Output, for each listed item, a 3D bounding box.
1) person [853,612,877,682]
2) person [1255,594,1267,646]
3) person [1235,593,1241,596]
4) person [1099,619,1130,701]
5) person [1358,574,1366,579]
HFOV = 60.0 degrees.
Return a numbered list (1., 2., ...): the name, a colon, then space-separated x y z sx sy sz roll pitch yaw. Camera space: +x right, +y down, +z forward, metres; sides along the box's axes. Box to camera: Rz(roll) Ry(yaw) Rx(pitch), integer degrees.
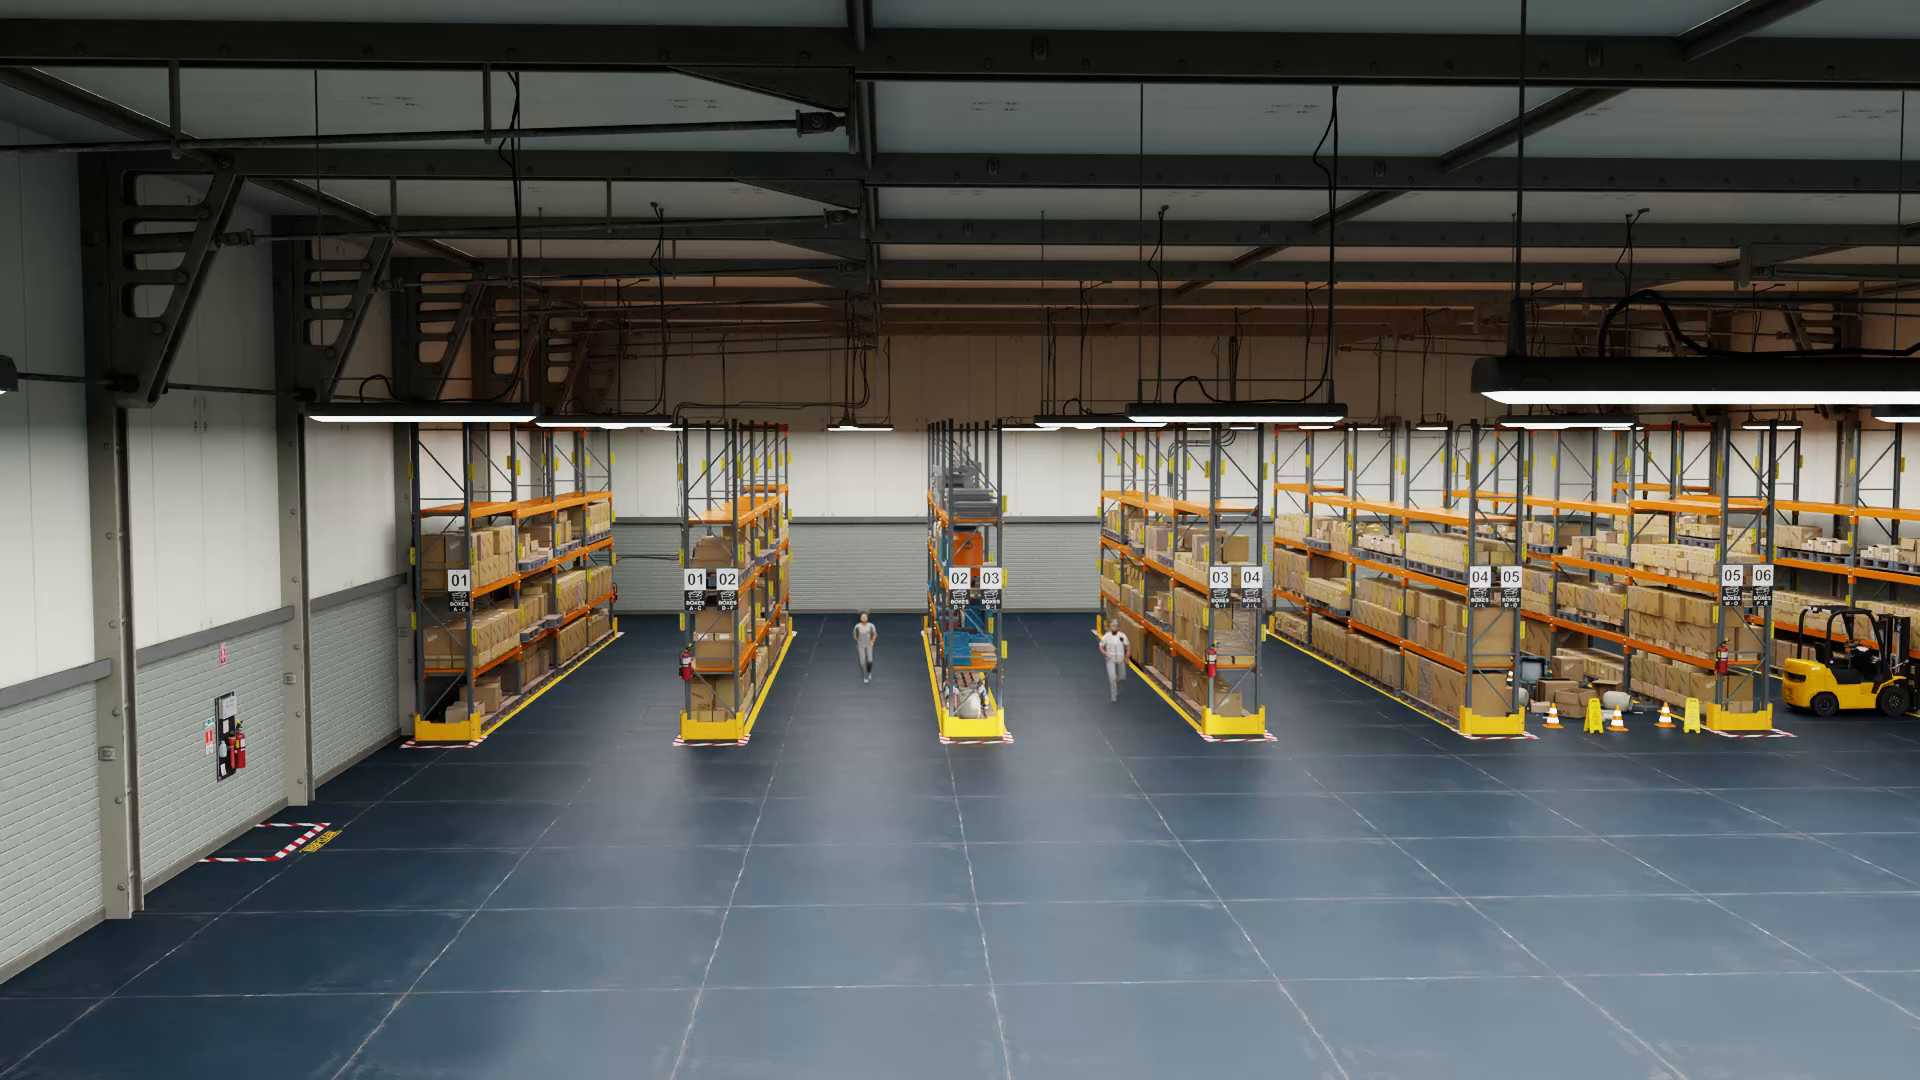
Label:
1. person: -2.173 2.463 38.073 0.539 1.626 0.541 0 4 -4
2. person: 7.855 2.014 44.389 0.712 1.729 0.639 0 4 7
3. person: 7.758 1.894 47.475 0.565 1.604 0.595 0 4 6
4. person: 3.337 2.572 35.891 0.682 1.738 0.657 0 4 -6
5. person: 11.178 1.839 46.245 0.661 1.769 0.993 0 4 -4
